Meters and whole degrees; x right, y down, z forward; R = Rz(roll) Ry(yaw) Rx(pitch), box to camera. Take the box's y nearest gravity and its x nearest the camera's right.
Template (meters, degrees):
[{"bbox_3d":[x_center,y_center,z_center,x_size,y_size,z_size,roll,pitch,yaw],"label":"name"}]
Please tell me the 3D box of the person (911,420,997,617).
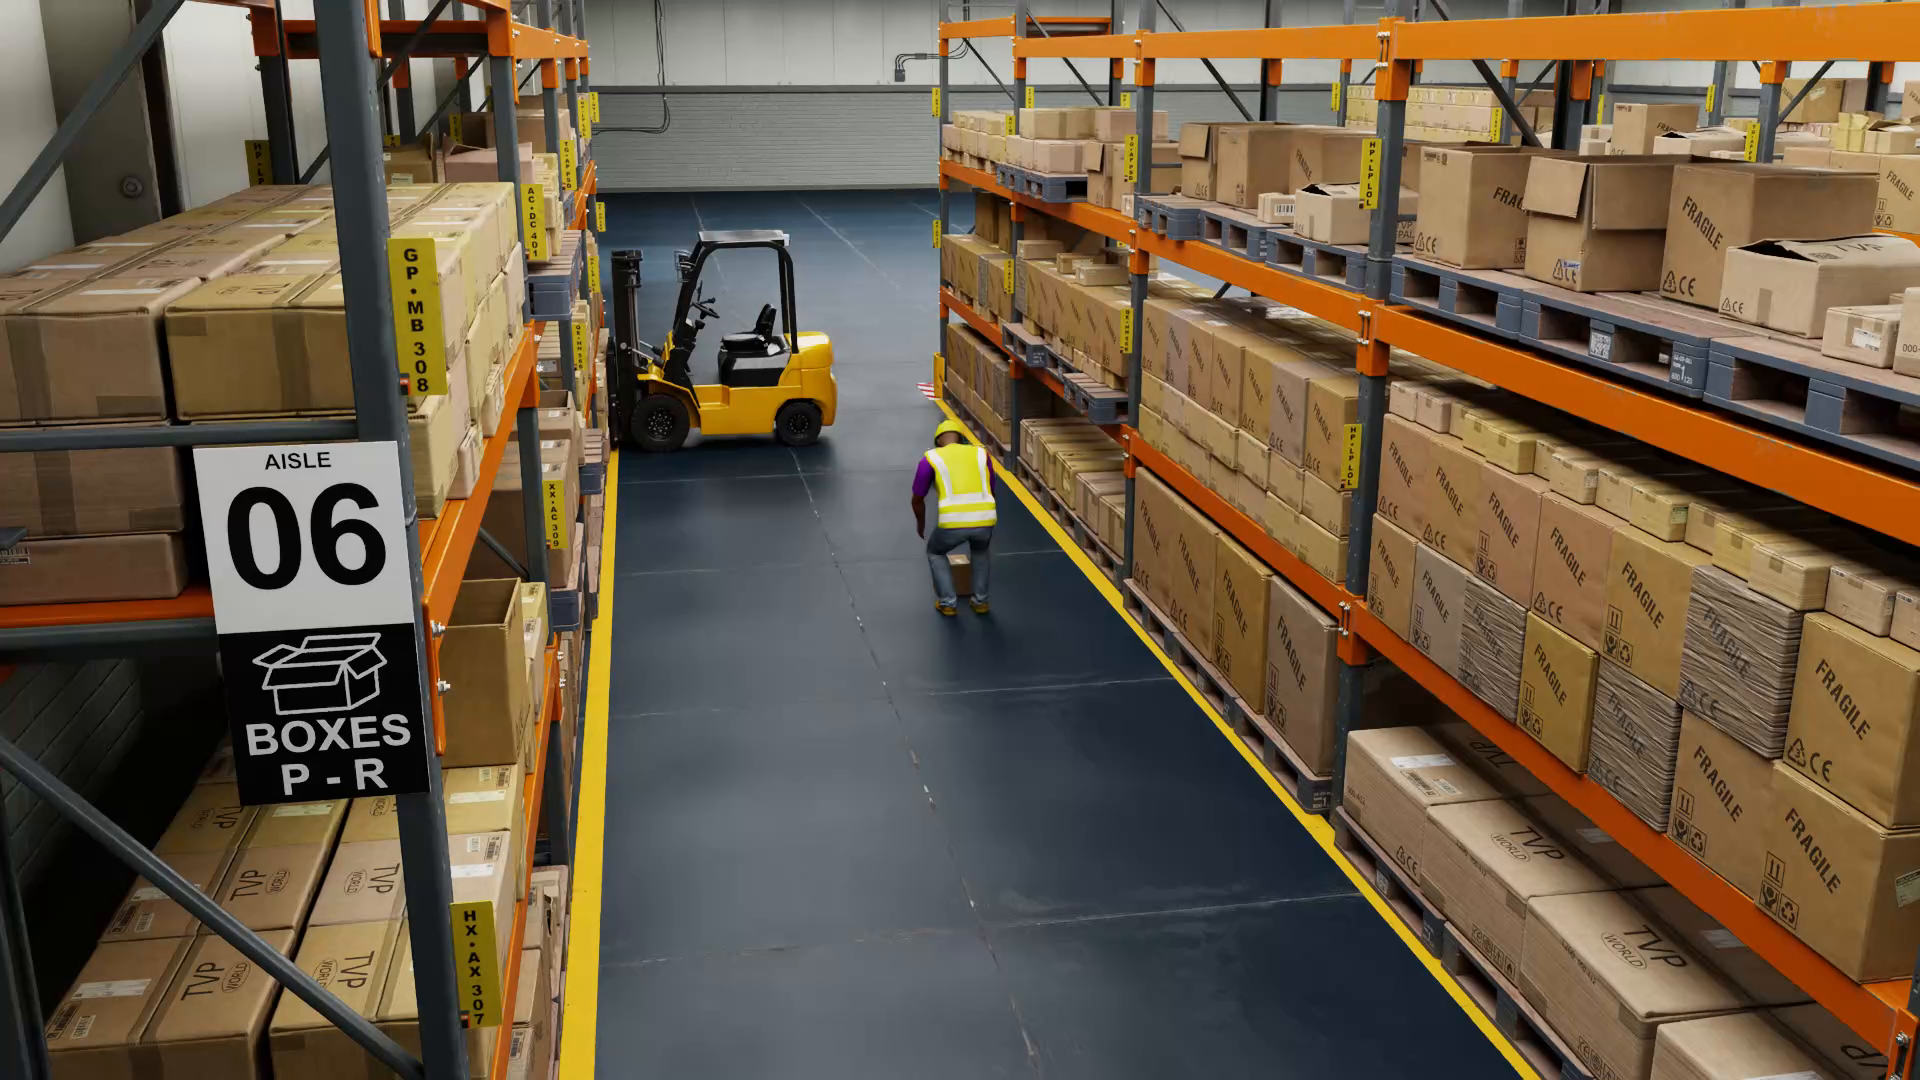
[{"bbox_3d":[-0.029,-0.155,12.227,0.631,1.373,0.779,-3,17,-10],"label":"person"}]
